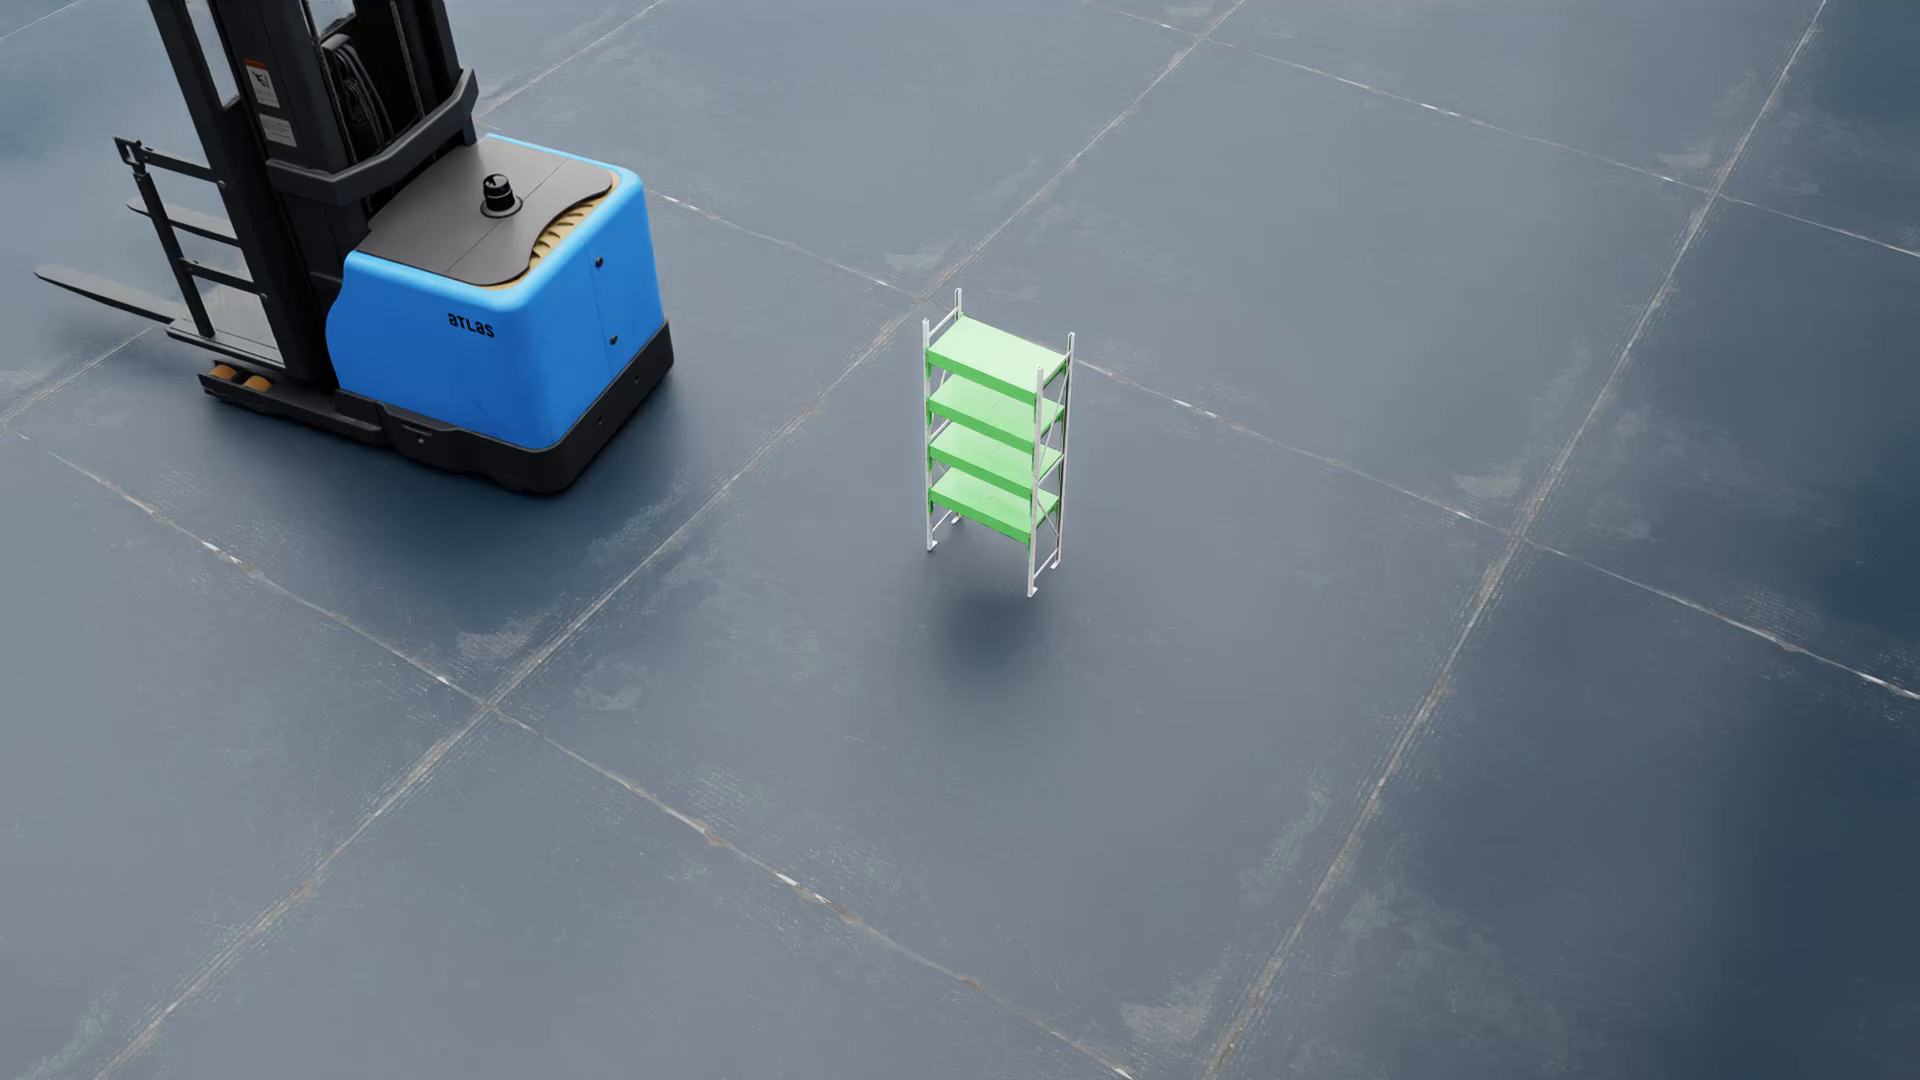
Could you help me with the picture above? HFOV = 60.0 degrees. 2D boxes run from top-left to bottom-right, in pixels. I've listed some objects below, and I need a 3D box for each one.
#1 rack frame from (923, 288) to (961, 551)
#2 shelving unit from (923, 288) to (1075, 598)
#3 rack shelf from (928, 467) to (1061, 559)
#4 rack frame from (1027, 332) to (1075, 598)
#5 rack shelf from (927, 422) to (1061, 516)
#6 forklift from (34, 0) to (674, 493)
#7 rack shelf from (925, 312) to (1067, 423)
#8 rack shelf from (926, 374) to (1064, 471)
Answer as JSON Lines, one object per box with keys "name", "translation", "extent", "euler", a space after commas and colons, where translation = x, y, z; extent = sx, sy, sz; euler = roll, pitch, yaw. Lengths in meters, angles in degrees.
{"name": "rack frame", "translation": [-0.066, -0.449, 6.571], "extent": [0.015, 1.200, 0.240], "euler": [25, 51, 22]}
{"name": "shelving unit", "translation": [0.139, -0.354, 6.479], "extent": [0.503, 1.200, 0.258], "euler": [25, 51, 22]}
{"name": "rack shelf", "translation": [0.139, -0.142, 6.697], "extent": [0.480, 0.148, 0.258], "euler": [25, 51, 22]}
{"name": "rack frame", "translation": [0.345, -0.260, 6.387], "extent": [0.015, 1.200, 0.240], "euler": [25, 51, 22]}
{"name": "rack shelf", "translation": [0.139, -0.310, 6.525], "extent": [0.480, 0.148, 0.258], "euler": [25, 51, 22]}
{"name": "forklift", "translation": [-2.884, -1.926, 6.799], "extent": [3.031, 2.935, 1.130], "euler": [17, 48, 16]}
{"name": "rack shelf", "translation": [0.139, -0.644, 6.181], "extent": [0.480, 0.148, 0.258], "euler": [25, 51, 22]}
{"name": "rack shelf", "translation": [0.139, -0.477, 6.353], "extent": [0.480, 0.148, 0.258], "euler": [25, 51, 22]}
